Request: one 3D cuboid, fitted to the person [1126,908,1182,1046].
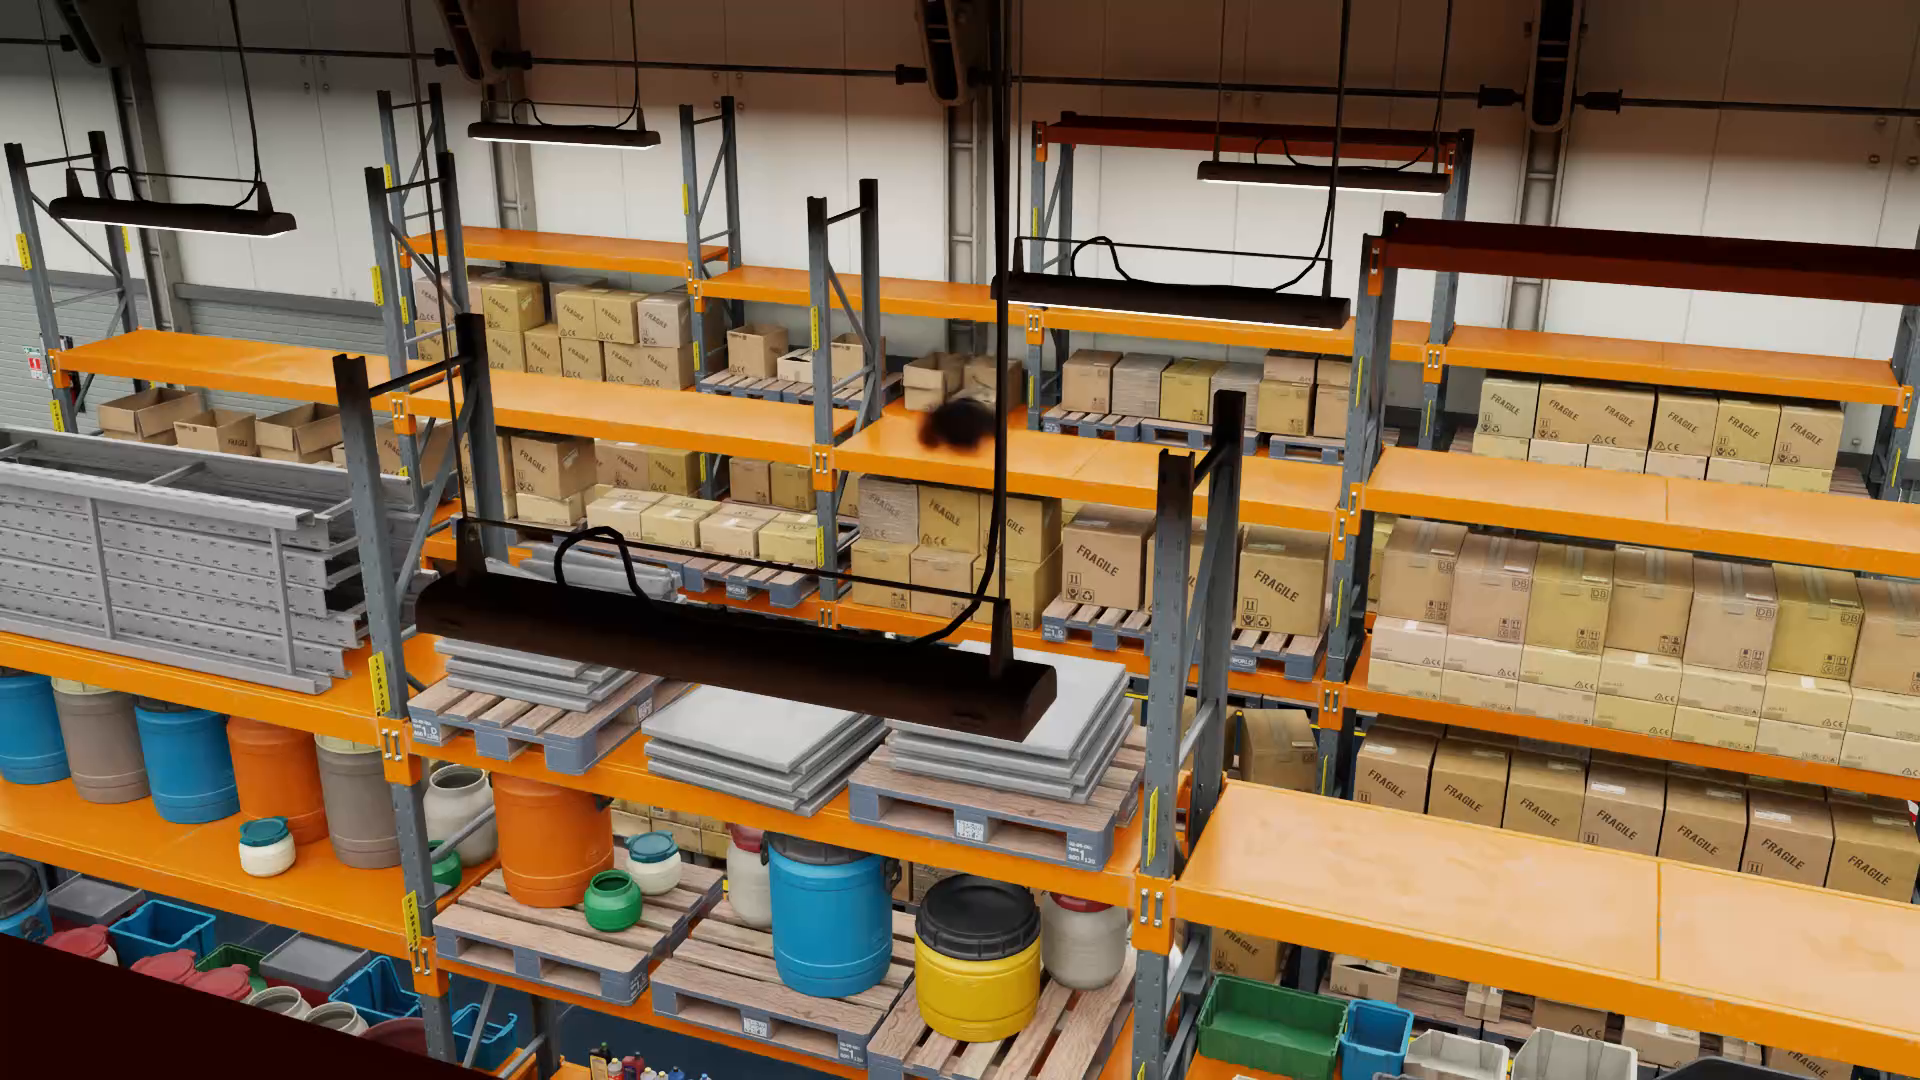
[{"bbox_3d":[1.431,3.189,11.549,1.051,1.753,0.703,3,21,8],"label":"person"}]

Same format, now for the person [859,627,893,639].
[{"bbox_3d":[-0.656,1.489,16.061,0.831,1.739,0.682,3,21,7],"label":"person"}]
